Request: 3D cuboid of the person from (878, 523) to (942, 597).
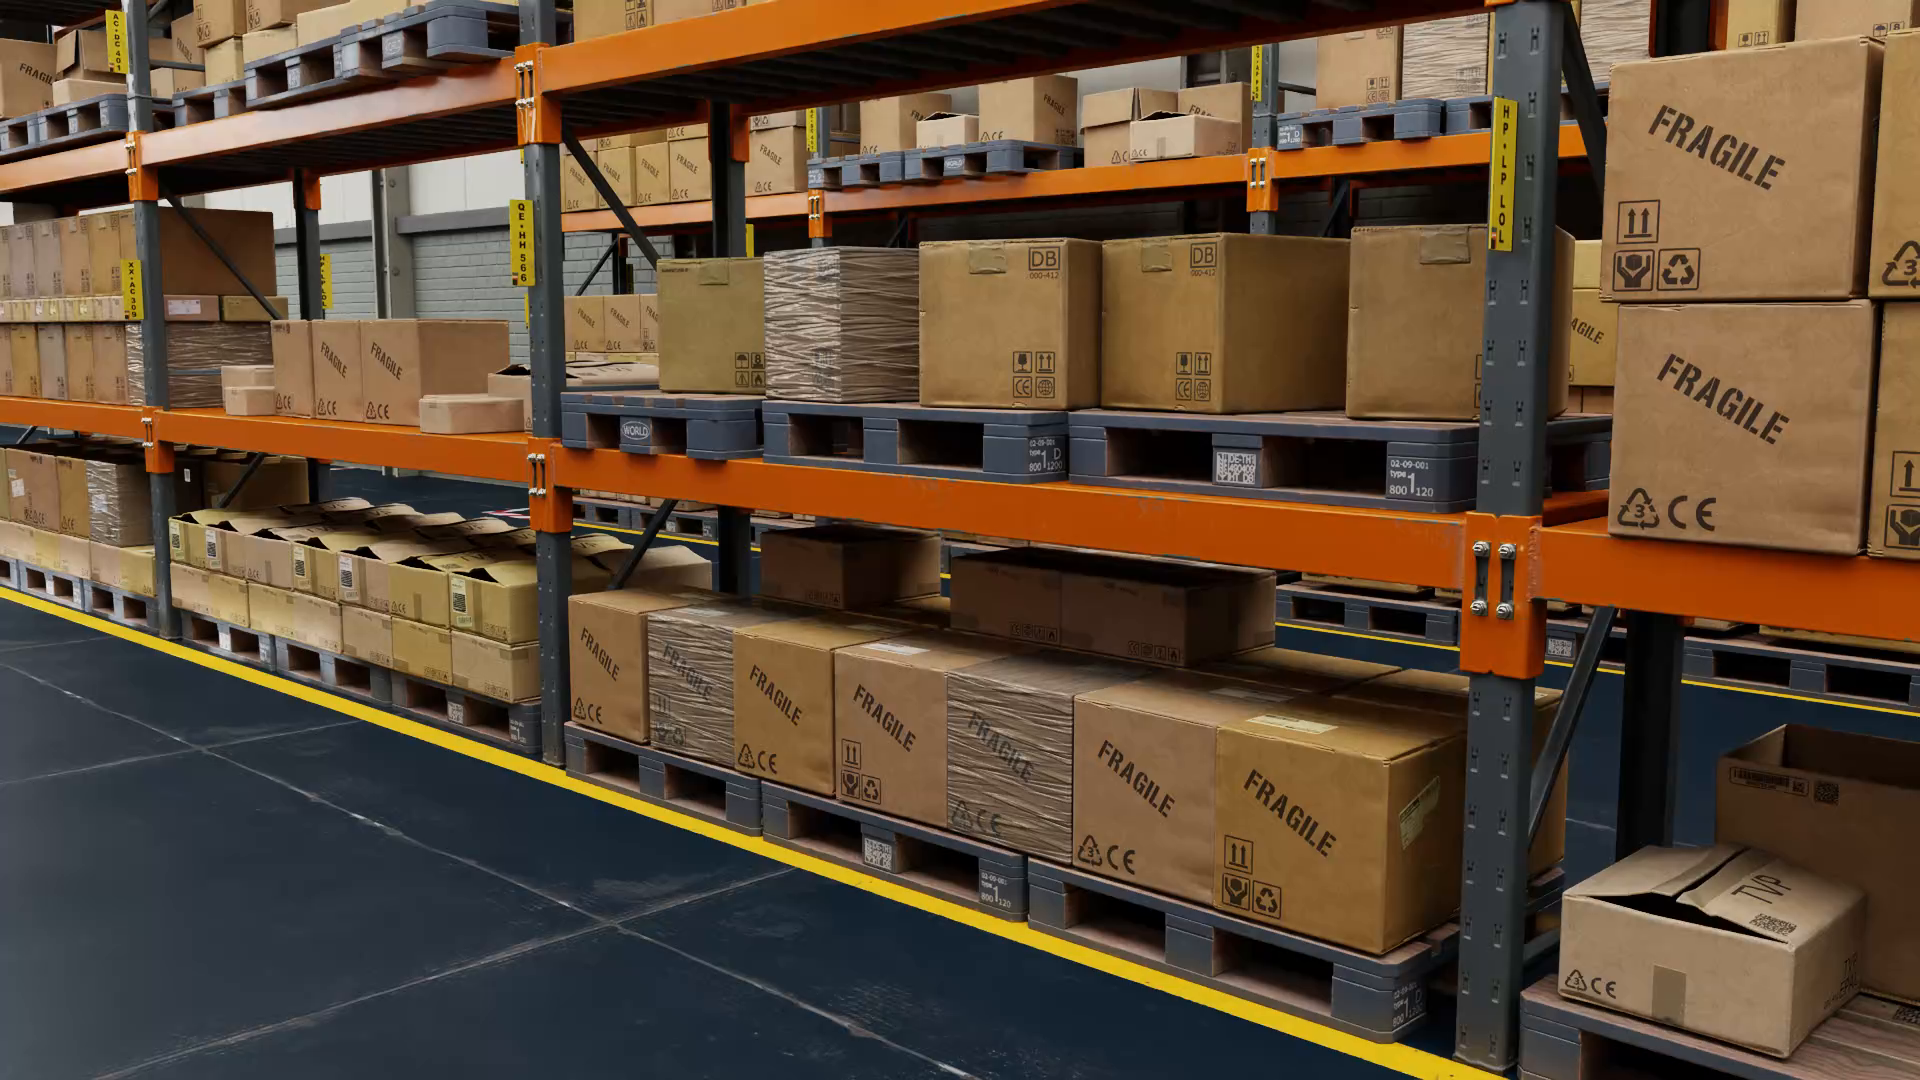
[{"bbox_3d":[-0.295,-0.143,8.466,0.556,1.665,0.436,7,10,44],"label":"person"}]
